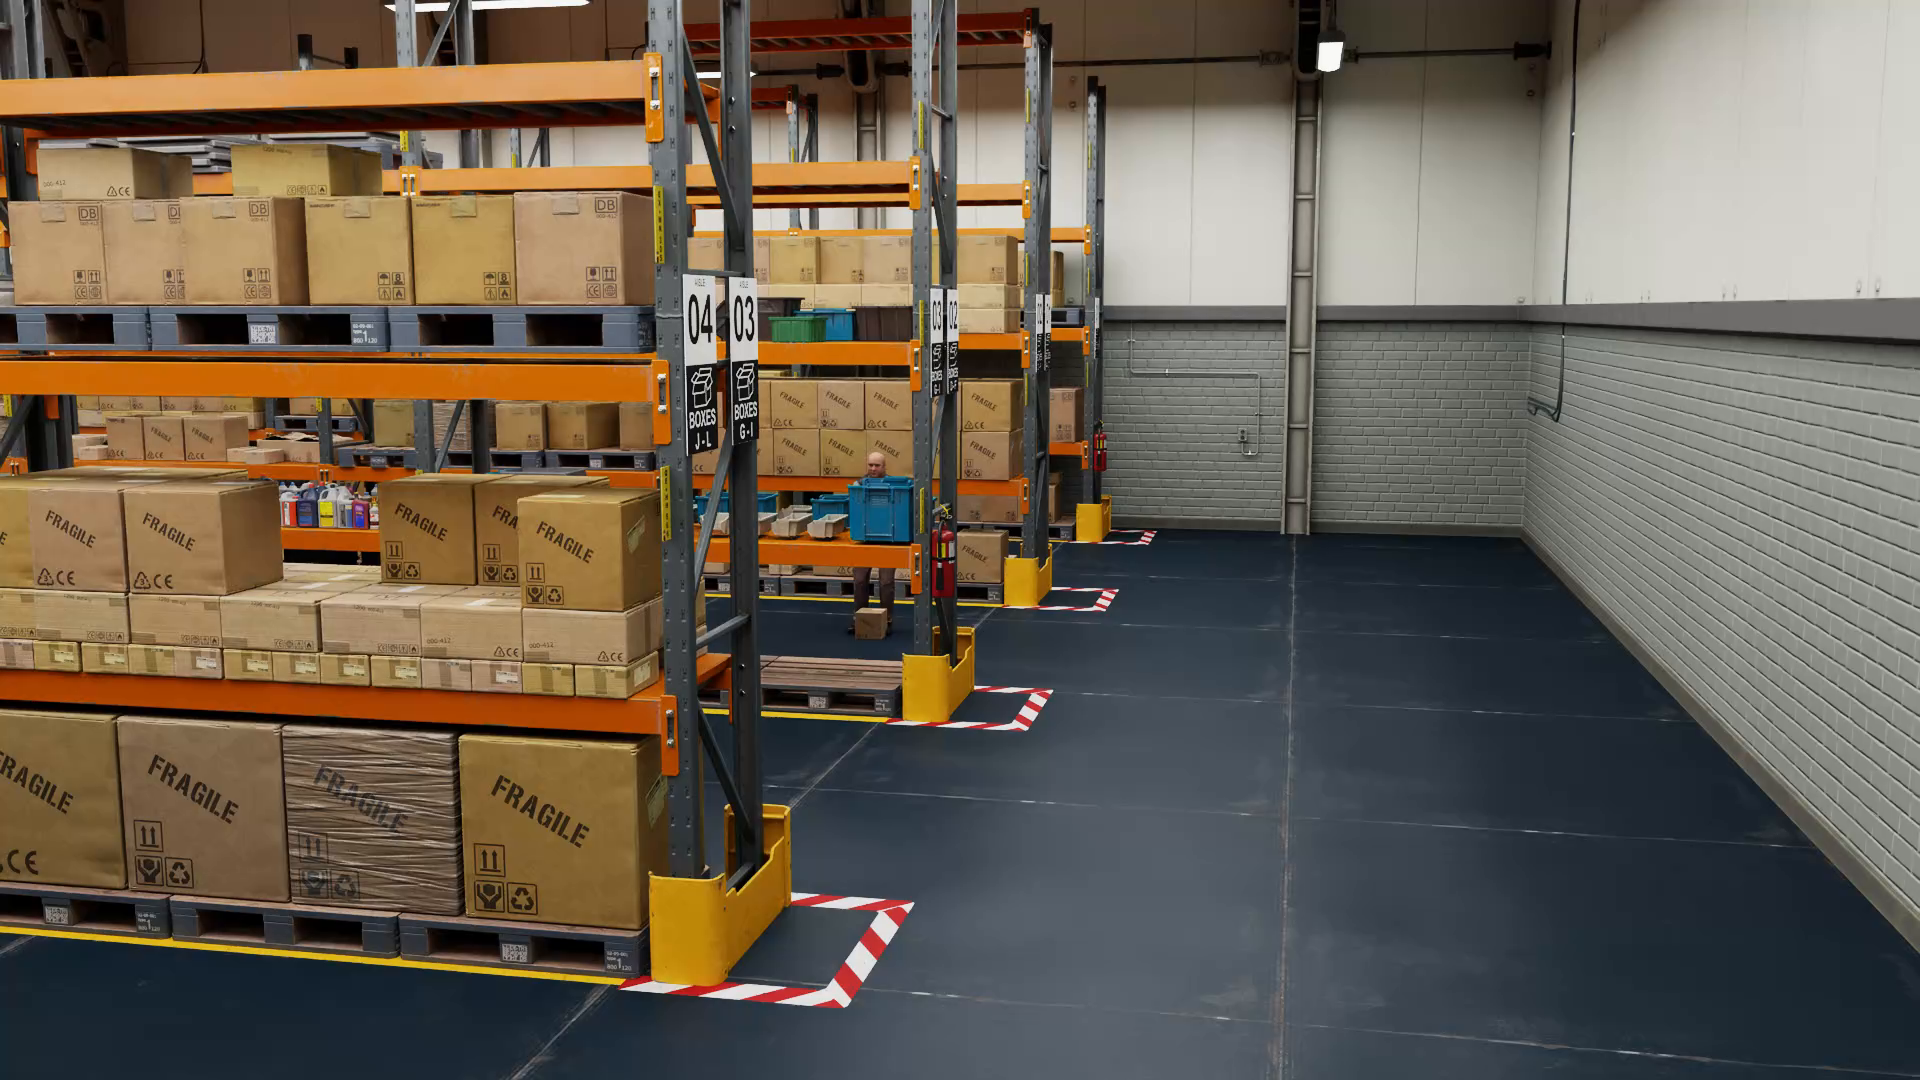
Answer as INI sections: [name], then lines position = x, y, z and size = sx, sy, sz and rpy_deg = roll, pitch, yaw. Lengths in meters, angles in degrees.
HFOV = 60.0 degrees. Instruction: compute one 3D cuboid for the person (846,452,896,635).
[person]
position = -0.791, 0.021, 15.746
size = 0.580, 1.721, 0.460
rpy_deg = 2, 8, 11
